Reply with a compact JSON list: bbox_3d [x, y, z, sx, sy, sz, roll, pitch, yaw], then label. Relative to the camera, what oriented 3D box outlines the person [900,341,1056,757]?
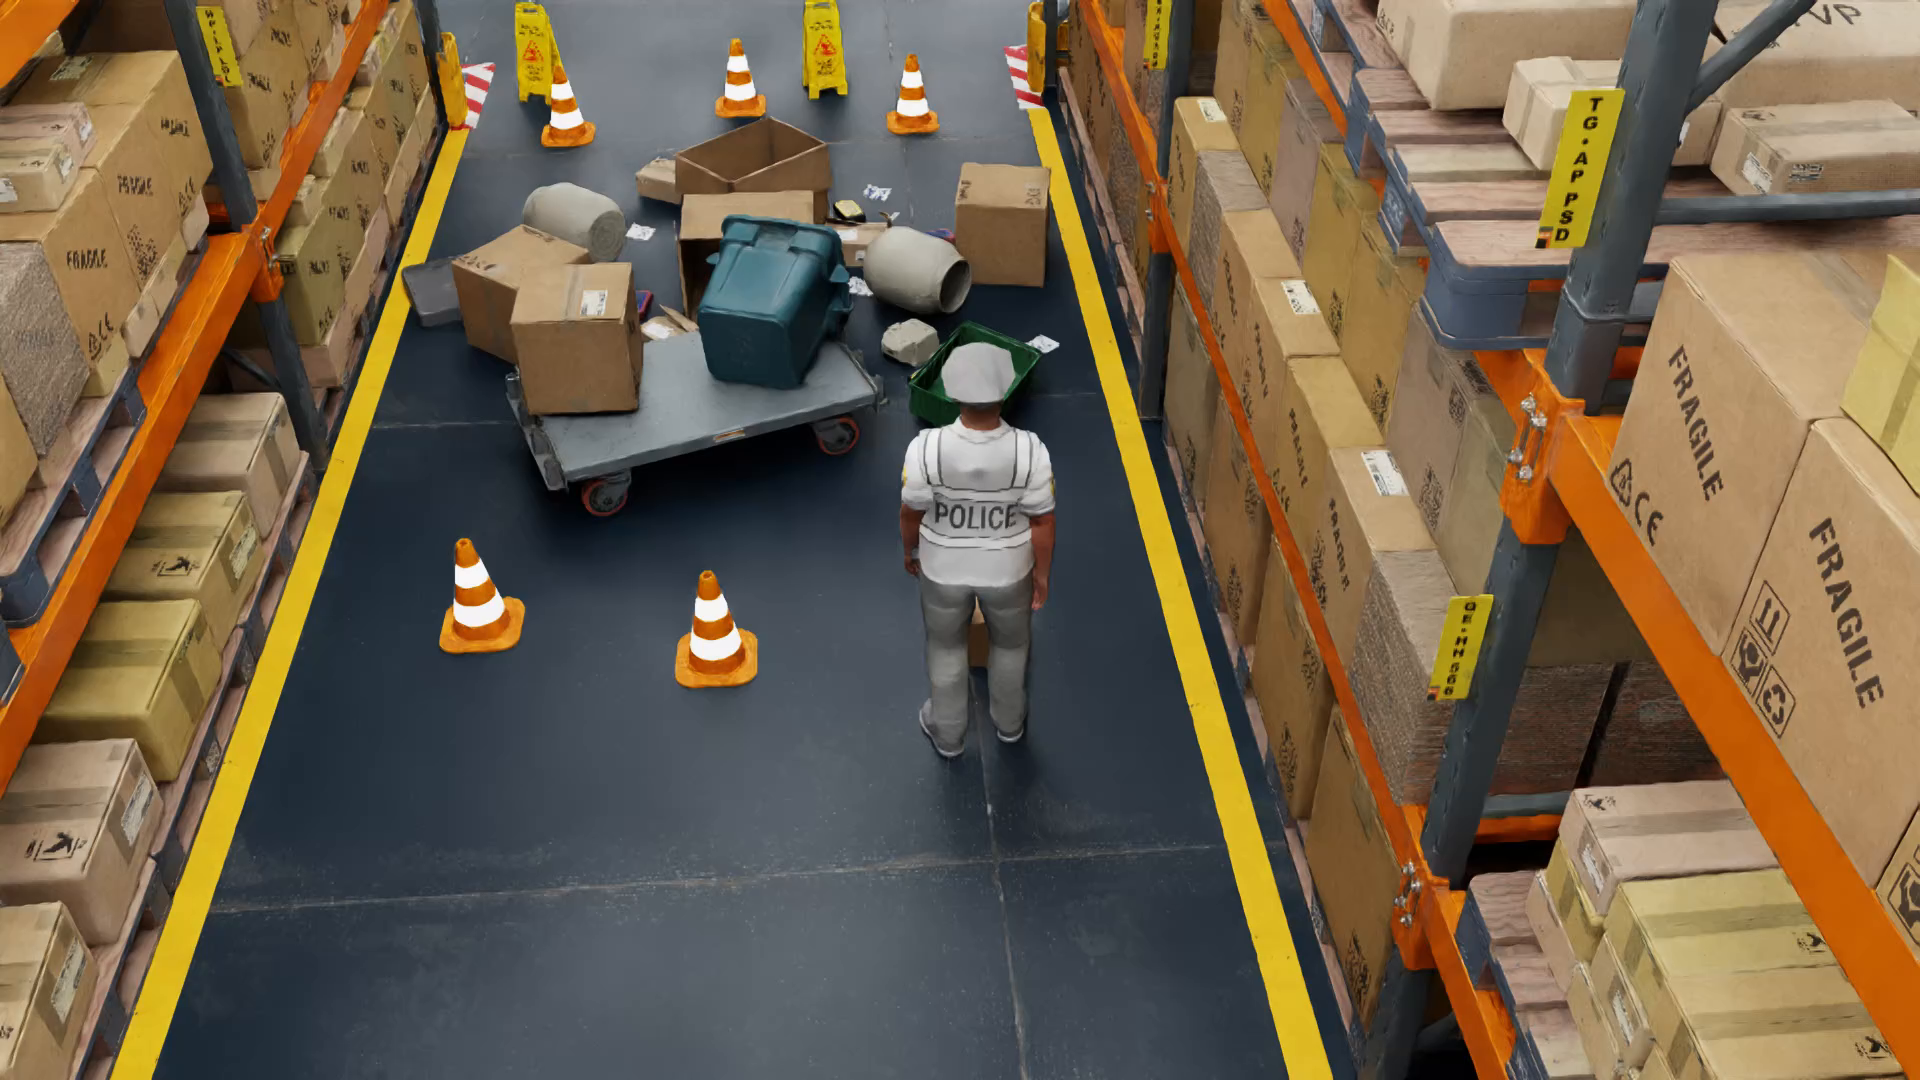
[{"bbox_3d":[0.065,0.048,6.051,0.553,1.778,0.451,2,39,2],"label":"person"}]
